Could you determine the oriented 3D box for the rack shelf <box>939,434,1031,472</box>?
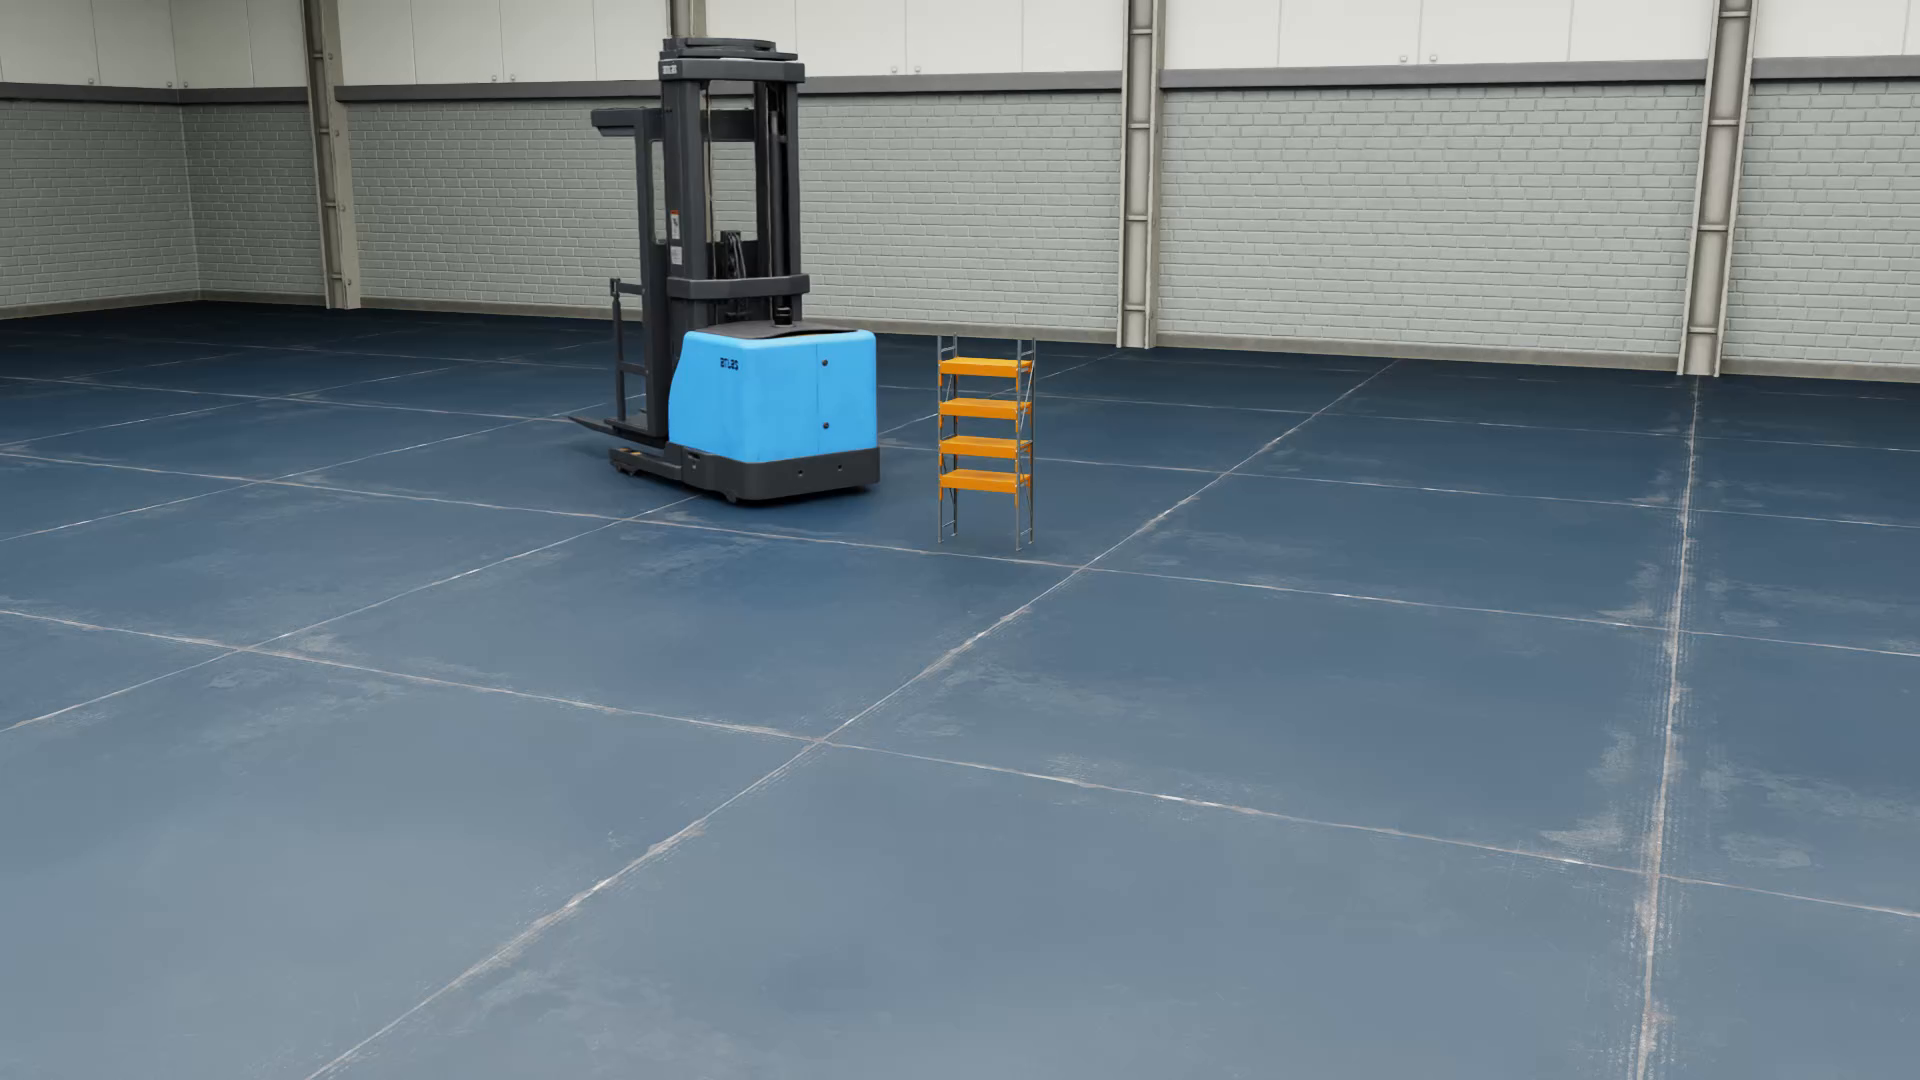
[{"bbox_3d":[0.151,-0.503,9.568,0.480,0.148,0.258,6,14,23],"label":"rack shelf"}]

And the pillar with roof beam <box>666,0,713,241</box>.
[{"bbox_3d":[-5.175,-6.289,16.858,0.400,9.000,9.100,6,14,23],"label":"pillar with roof beam"}]

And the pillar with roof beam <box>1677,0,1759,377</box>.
[{"bbox_3d":[5.797,-5.179,12.126,0.400,9.000,9.100,6,14,23],"label":"pillar with roof beam"}]

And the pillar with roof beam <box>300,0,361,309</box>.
[{"bbox_3d":[-10.661,-6.844,19.224,0.400,9.000,9.100,6,14,23],"label":"pillar with roof beam"}]

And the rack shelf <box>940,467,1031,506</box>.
[{"bbox_3d":[0.151,-0.310,9.613,0.480,0.148,0.258,6,14,23],"label":"rack shelf"}]

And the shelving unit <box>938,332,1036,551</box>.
[{"bbox_3d":[0.151,-0.569,9.552,0.503,1.200,0.258,6,14,23],"label":"shelving unit"}]

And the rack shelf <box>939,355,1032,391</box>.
[{"bbox_3d":[0.151,-0.951,9.463,0.480,0.148,0.258,6,14,23],"label":"rack shelf"}]

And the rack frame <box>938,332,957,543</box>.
[{"bbox_3d":[-0.072,-0.591,9.649,0.015,1.200,0.240,6,14,23],"label":"rack frame"}]

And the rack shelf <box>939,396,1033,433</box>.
[{"bbox_3d":[0.151,-0.721,9.517,0.480,0.148,0.258,6,14,23],"label":"rack shelf"}]

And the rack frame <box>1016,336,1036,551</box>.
[{"bbox_3d":[0.374,-0.546,9.456,0.015,1.200,0.240,6,14,23],"label":"rack frame"}]

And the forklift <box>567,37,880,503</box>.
[{"bbox_3d":[-1.841,-1.943,11.619,1.130,2.935,3.031,-10,17,-37],"label":"forklift"}]

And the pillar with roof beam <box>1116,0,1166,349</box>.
[{"bbox_3d":[0.311,-5.734,14.492,0.400,9.000,9.100,6,14,23],"label":"pillar with roof beam"}]
